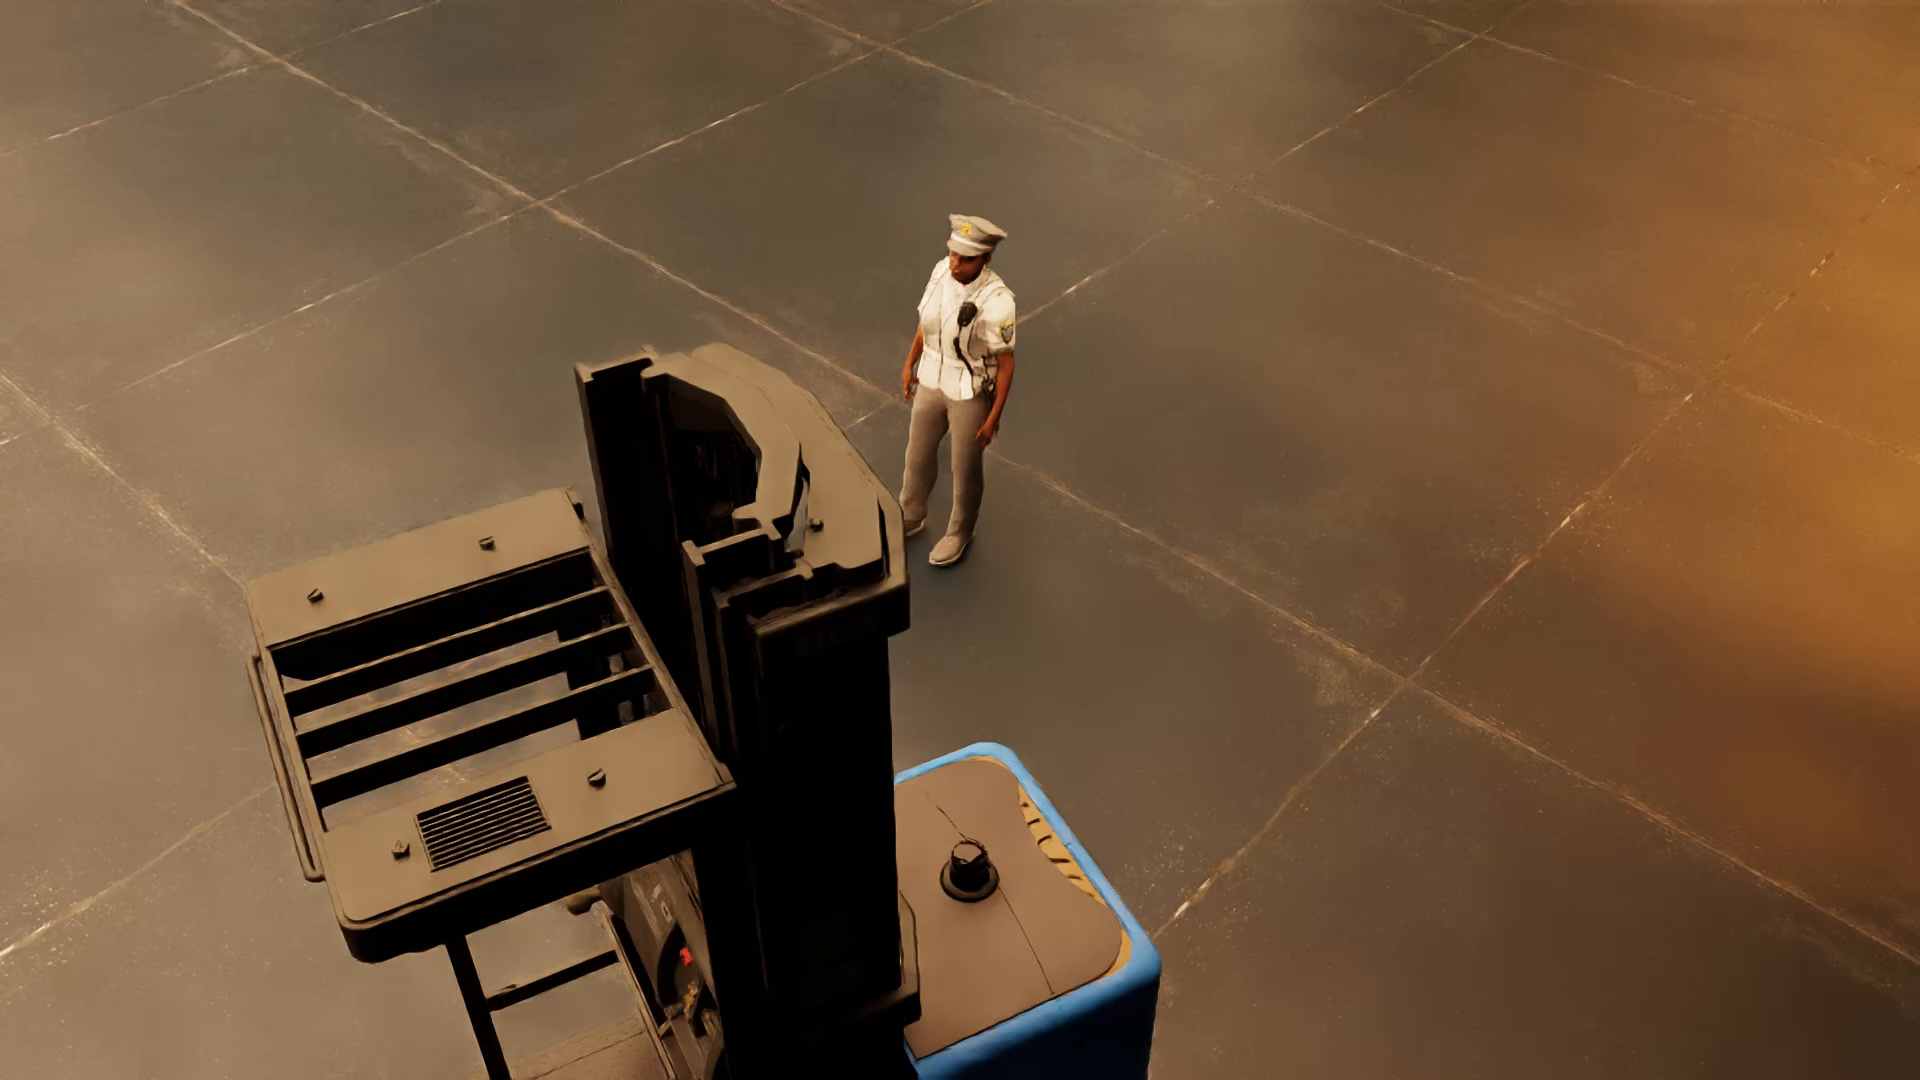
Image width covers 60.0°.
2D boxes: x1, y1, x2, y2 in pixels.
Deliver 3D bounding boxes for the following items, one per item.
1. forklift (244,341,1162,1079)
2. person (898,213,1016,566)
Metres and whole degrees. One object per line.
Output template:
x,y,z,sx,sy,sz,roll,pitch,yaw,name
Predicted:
-0.962,1.047,4.208,3.031,2.935,1.130,-19,44,-21,forklift
-0.065,-0.622,7.091,0.570,1.695,0.529,31,49,31,person
